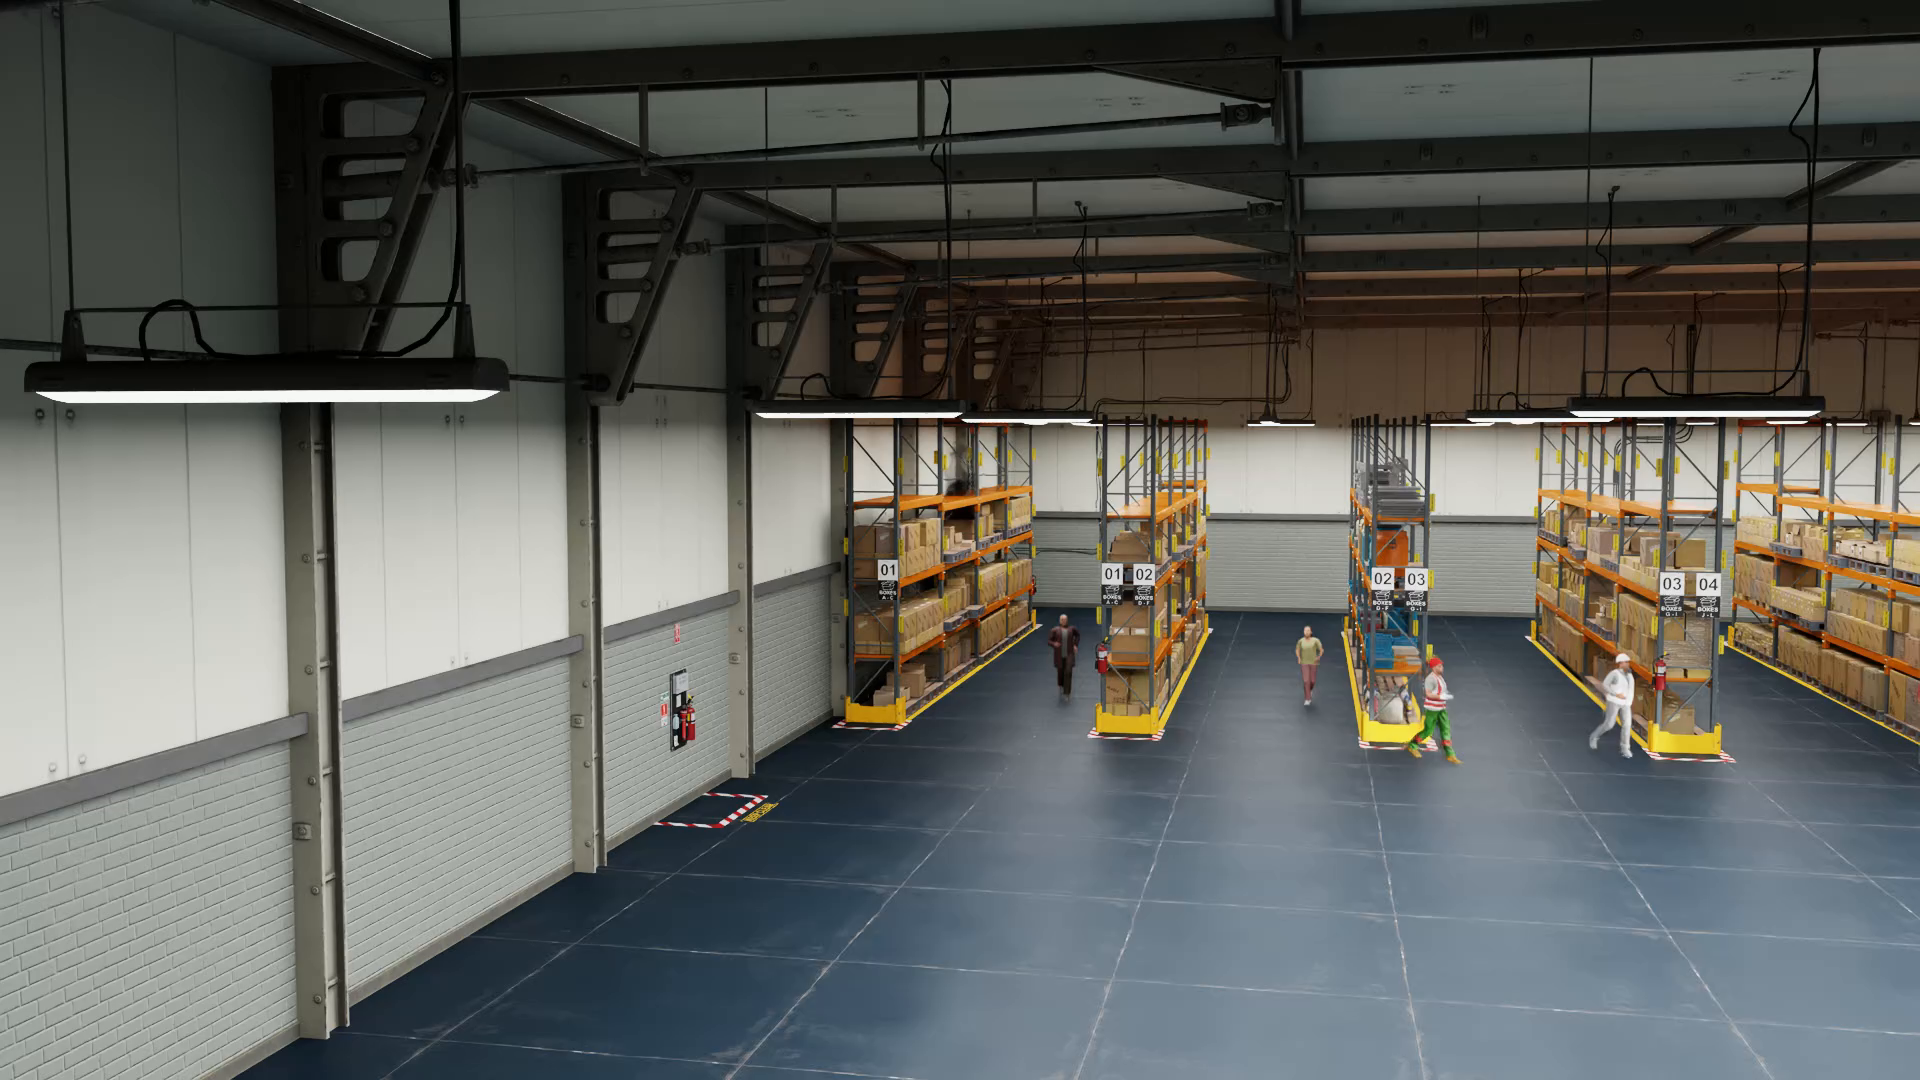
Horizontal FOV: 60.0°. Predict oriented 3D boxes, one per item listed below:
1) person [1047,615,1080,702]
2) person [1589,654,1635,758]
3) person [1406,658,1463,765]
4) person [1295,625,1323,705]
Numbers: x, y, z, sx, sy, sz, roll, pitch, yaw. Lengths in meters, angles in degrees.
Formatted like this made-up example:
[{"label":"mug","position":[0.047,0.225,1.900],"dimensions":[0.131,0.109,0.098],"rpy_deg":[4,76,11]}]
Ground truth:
[{"label":"person","position":[2.200,2.474,35.271],"dimensions":[0.707,1.798,1.049],"rpy_deg":[0,4,2]},{"label":"person","position":[11.646,2.886,29.285],"dimensions":[0.726,1.755,0.925],"rpy_deg":[-1,4,-18]},{"label":"person","position":[8.124,2.906,28.444],"dimensions":[0.977,1.797,0.668],"rpy_deg":[3,5,42]},{"label":"person","position":[7.292,2.600,34.761],"dimensions":[0.577,1.642,0.580],"rpy_deg":[1,4,18]}]
